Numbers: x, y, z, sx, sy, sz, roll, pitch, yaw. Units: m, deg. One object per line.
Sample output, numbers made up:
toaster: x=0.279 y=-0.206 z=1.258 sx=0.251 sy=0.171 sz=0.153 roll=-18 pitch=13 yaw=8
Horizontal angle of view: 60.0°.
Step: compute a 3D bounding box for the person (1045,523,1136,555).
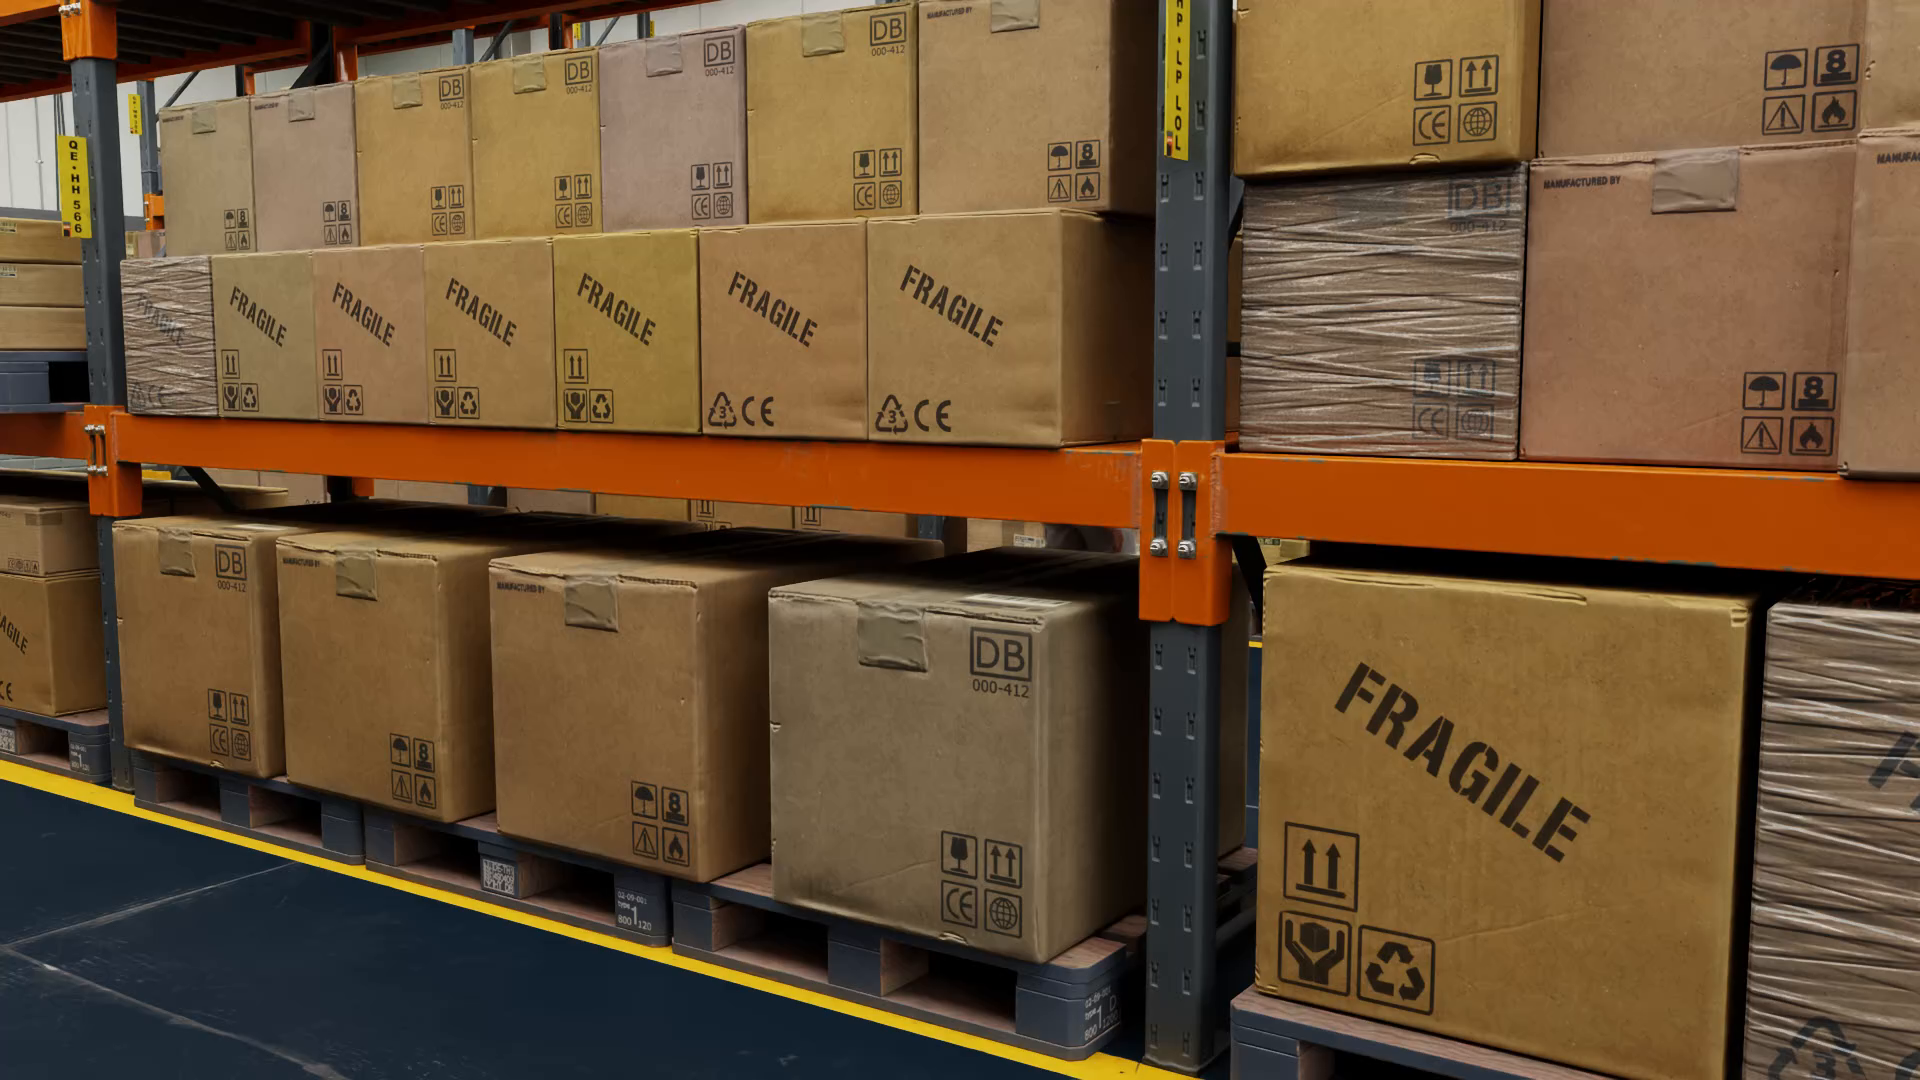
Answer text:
person: x=0.577 y=-0.115 z=7.004 sx=0.720 sy=1.643 sz=0.479 roll=-5 pitch=8 yaw=-38
